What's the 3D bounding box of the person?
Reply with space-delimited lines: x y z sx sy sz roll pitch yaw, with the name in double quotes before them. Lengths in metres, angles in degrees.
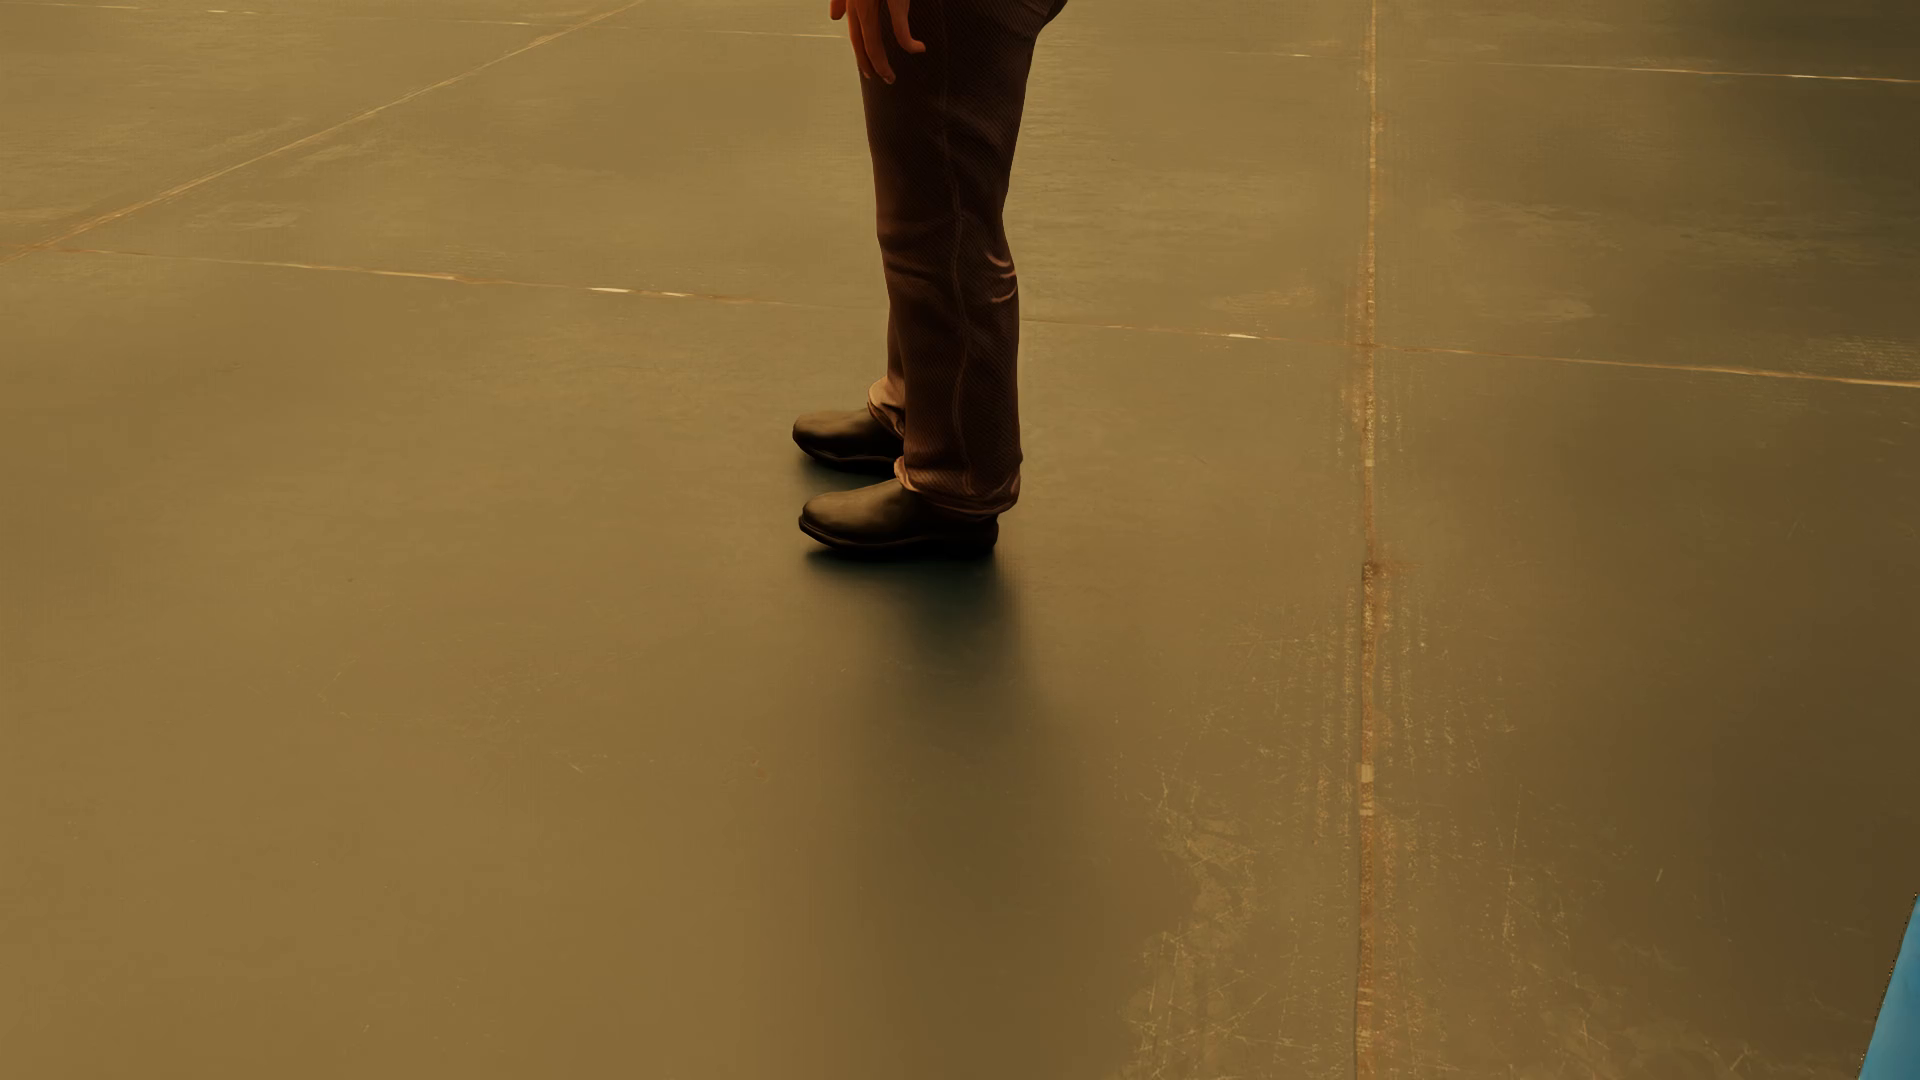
"person" -0.058 -0.785 2.128 0.568 1.720 0.632 6 27 11
